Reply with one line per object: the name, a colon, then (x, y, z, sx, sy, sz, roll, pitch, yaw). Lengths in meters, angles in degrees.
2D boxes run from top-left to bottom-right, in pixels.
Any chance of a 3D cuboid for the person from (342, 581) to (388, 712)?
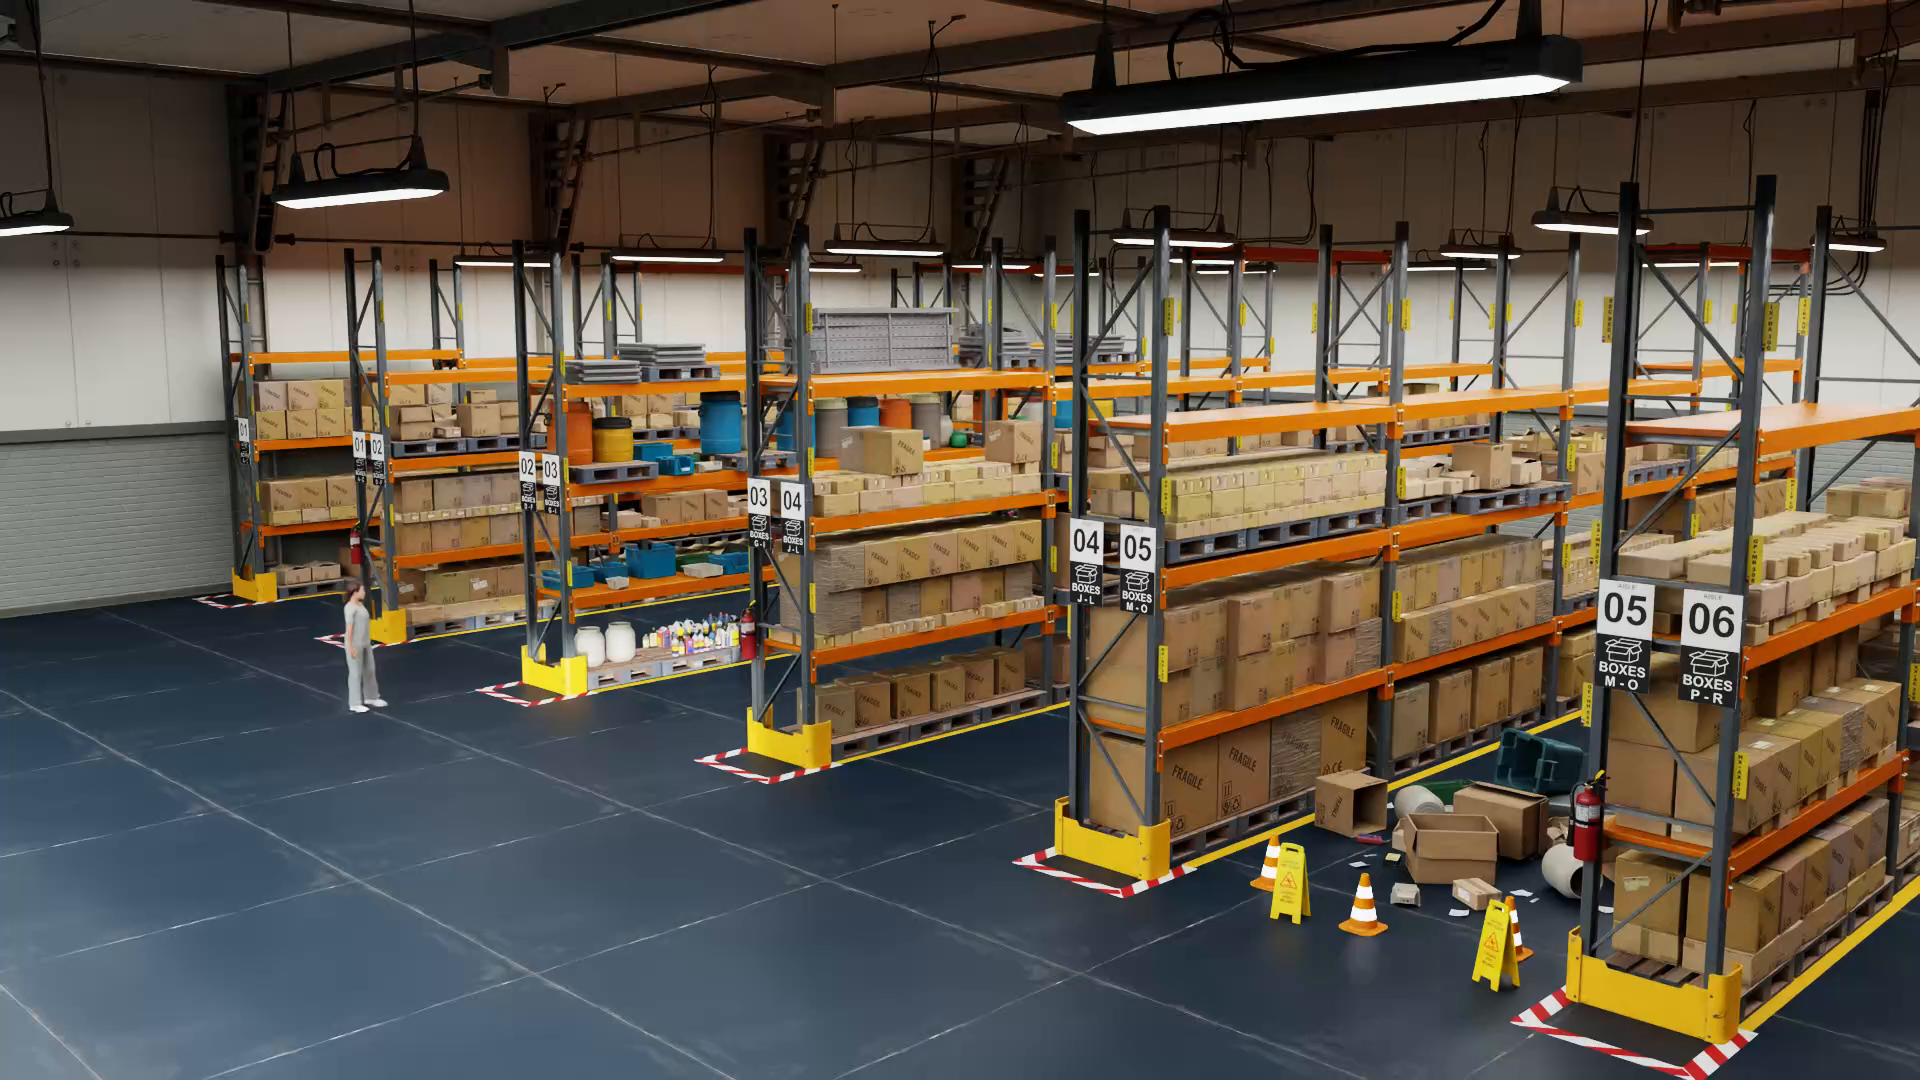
person: (-7.650, 1.350, 21.253, 0.371, 1.691, 0.569, 1, 8, 10)
